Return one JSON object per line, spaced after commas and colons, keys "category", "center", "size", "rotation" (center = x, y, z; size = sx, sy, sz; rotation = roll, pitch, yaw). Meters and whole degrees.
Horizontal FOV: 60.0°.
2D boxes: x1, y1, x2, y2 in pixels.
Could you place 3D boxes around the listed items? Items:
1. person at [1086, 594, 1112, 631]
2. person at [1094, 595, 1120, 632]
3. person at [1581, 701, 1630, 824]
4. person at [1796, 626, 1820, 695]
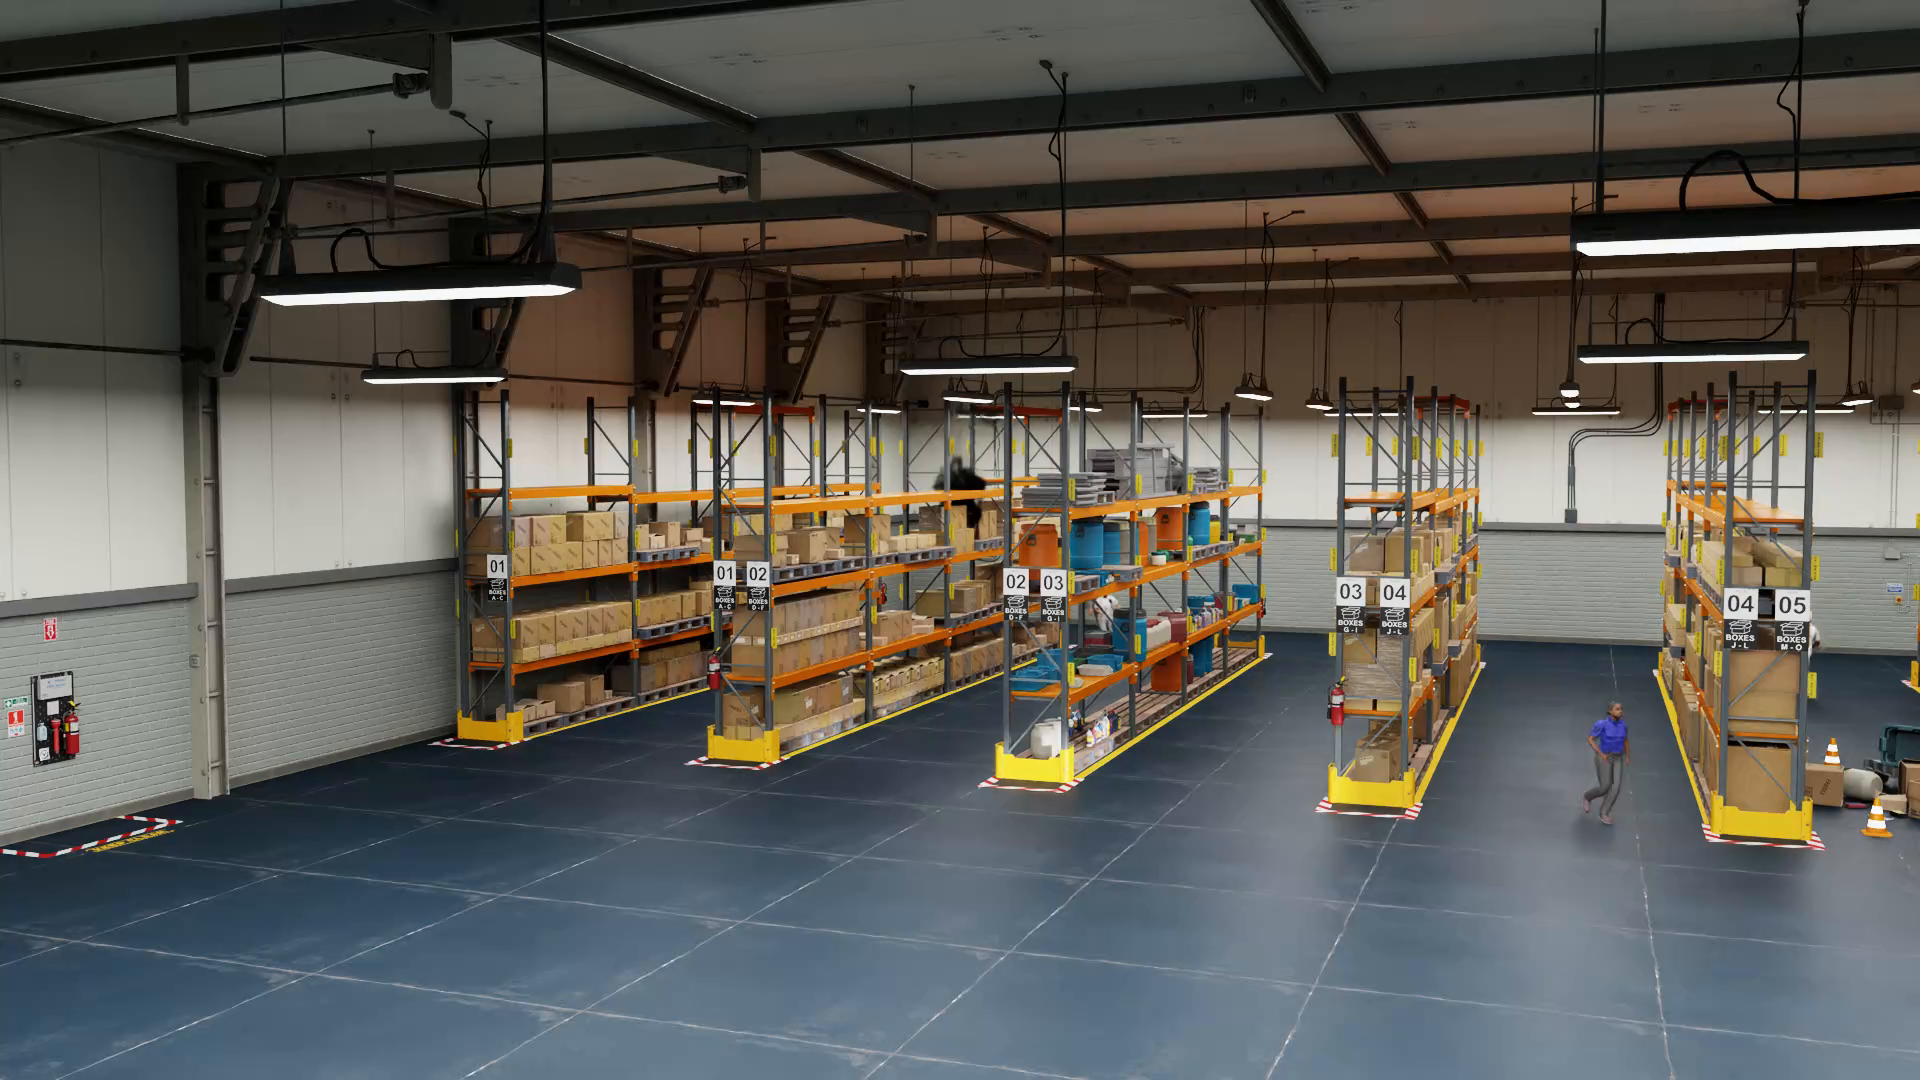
{"category": "person", "center": [3.538, 1.863, 41.612], "size": [0.732, 1.763, 0.736], "rotation": [-2, 4, -28]}
{"category": "person", "center": [3.581, 1.949, 40.727], "size": [0.626, 1.625, 0.574], "rotation": [0, 3, 9]}
{"category": "person", "center": [8.739, 2.966, 22.402], "size": [0.606, 1.611, 0.576], "rotation": [-1, 3, -16]}
{"category": "person", "center": [16.876, 2.288, 33.425], "size": [0.687, 1.738, 0.551], "rotation": [1, 3, 13]}
